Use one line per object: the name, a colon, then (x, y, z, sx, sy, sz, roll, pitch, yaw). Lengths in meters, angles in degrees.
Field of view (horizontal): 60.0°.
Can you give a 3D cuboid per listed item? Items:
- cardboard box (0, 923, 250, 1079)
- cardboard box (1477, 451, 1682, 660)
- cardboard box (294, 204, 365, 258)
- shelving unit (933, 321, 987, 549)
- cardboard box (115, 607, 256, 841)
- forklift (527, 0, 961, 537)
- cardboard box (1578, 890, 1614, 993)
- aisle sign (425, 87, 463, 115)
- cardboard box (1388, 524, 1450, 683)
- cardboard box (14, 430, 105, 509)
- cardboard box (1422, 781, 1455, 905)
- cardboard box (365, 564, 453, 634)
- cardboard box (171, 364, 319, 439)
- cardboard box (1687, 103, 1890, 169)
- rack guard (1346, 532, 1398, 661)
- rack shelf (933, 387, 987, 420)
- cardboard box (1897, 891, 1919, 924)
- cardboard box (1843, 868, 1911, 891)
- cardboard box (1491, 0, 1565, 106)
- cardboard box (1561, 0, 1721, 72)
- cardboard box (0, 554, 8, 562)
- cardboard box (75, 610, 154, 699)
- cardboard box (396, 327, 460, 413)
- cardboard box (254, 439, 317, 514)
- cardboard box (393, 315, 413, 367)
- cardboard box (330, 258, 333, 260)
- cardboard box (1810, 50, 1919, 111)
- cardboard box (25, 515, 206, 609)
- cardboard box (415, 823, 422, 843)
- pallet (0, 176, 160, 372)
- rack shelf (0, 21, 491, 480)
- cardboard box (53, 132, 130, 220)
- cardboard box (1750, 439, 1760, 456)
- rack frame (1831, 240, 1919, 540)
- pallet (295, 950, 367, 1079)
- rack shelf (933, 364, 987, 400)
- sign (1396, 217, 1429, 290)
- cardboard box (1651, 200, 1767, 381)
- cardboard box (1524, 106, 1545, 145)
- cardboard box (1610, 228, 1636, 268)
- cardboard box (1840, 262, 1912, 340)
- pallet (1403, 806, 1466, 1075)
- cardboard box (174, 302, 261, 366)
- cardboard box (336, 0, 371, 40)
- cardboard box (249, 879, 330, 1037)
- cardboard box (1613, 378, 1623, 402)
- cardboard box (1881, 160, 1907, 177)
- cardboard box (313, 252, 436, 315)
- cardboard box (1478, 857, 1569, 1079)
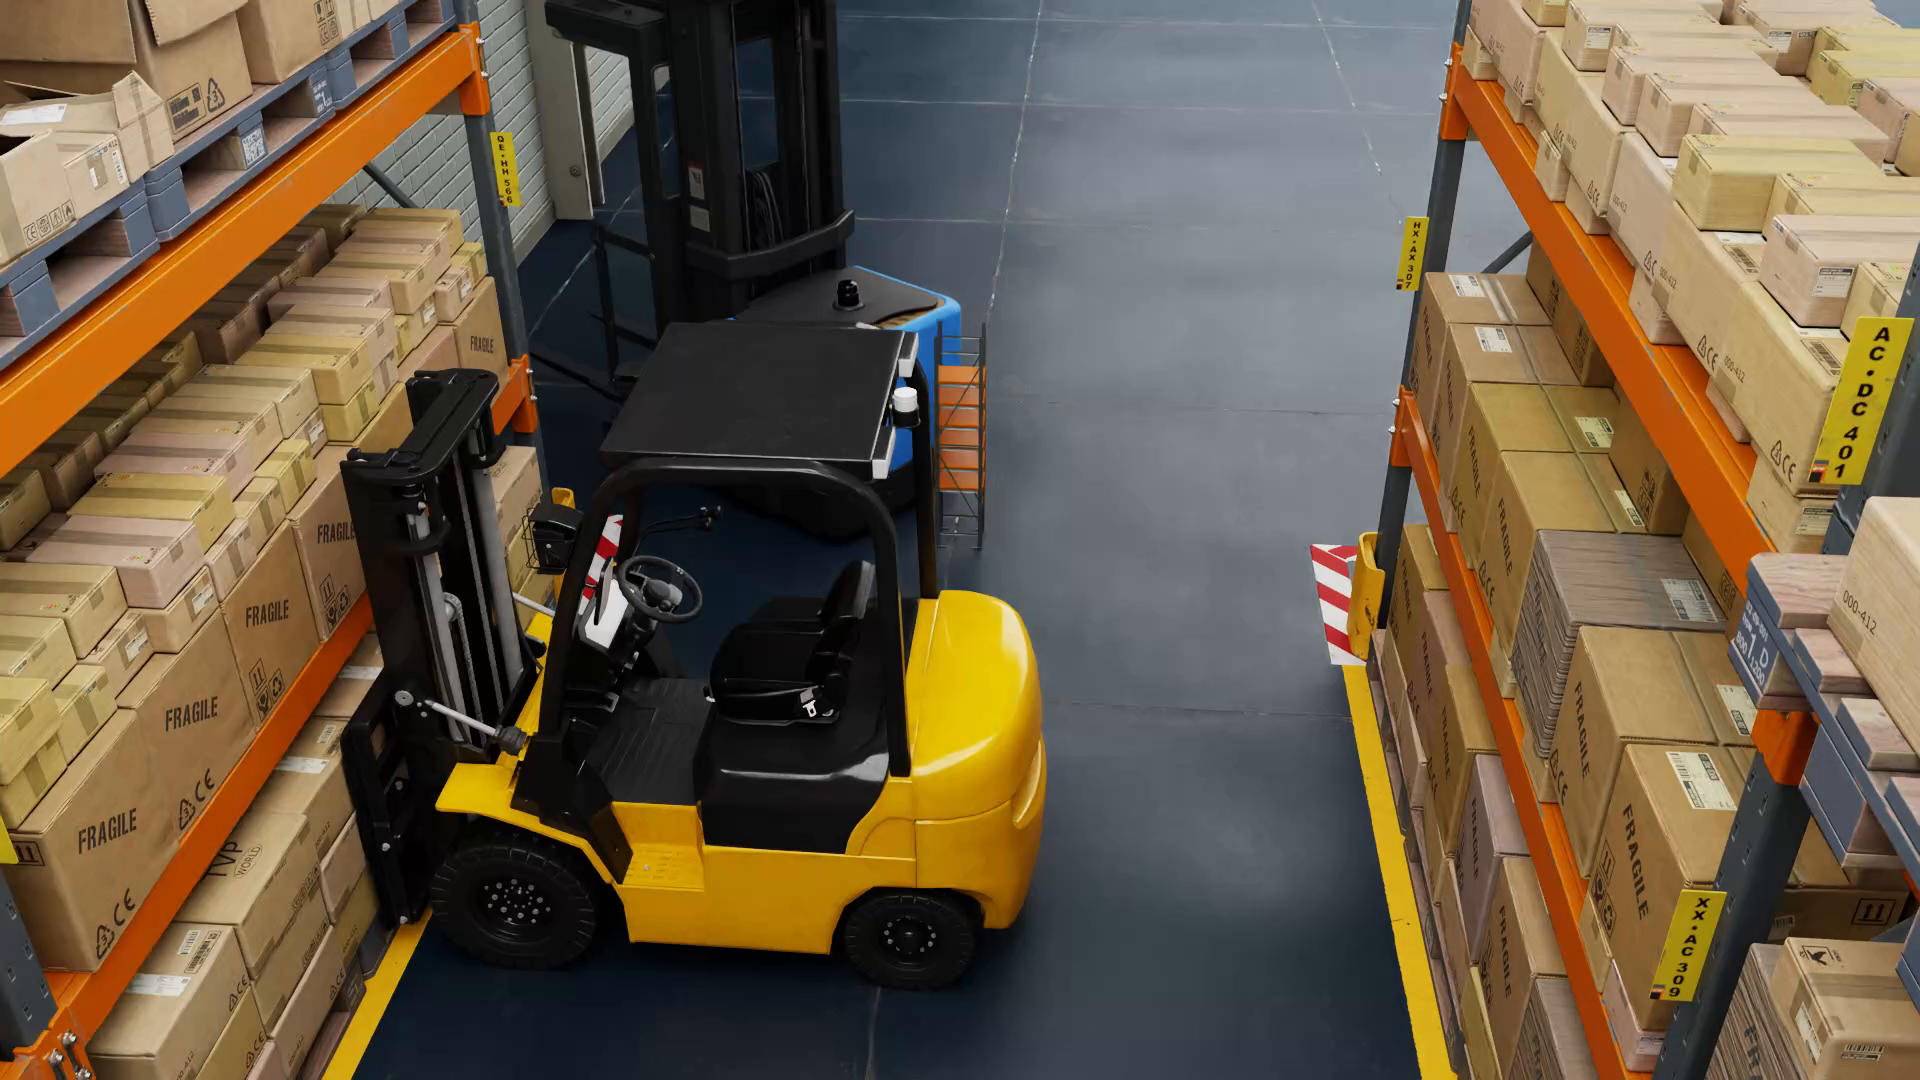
cardboard box: (-2.465, 1.391, 4.901, 0.500, 0.250, 0.500, 2, 32, 3)
cardboard box: (2.028, 0.054, 5.425, 0.500, 0.500, 0.500, 2, 32, 3)
cardboard box: (-2.732, -1.306, 7.012, 0.380, 0.149, 0.250, 2, 32, 3)
shelving unit: (0.001, -0.518, 8.447, 0.258, 1.200, 0.189, 2, 32, 4)
cardboard box: (-2.495, 0.528, 4.938, 0.500, 0.500, 0.500, 3, 32, 5)
forklift: (-1.425, -1.905, 9.048, 3.031, 2.935, 1.130, 24, 39, 34)
cardboard box: (1.866, 1.070, 4.394, 0.380, 0.149, 0.250, 3, 32, 5)
aisle sign: (-2.194, -2.155, 6.910, 0.394, 0.787, 0.004, 2, 32, 4)
cardboard box: (2.113, 0.278, 6.945, 0.500, 0.500, 0.500, 1, 32, 2)
cardboard box: (-2.956, -0.229, 5.265, 0.380, 0.149, 0.250, 2, 32, 3)
cardboard box: (2.033, 1.138, 6.266, 0.500, 0.250, 0.500, 5, 32, 7)
cardboard box: (-2.285, 0.325, 6.631, 0.500, 0.250, 0.500, 3, 32, 5)
cardboard box: (-2.430, -0.473, 5.662, 0.380, 0.149, 0.250, 3, 32, 5)
cardboard box: (2.008, -0.955, 4.061, 0.380, 0.149, 0.250, 2, 32, 3)
rack guard: (2.449, 0.287, 7.807, 1.175, 0.500, 0.348, 2, 32, 4)
rack shelf: (0.001, -0.685, 8.345, 0.258, 0.103, 0.180, 2, 32, 4)
cardboard box: (2.444, 0.888, 4.072, 0.500, 0.500, 0.500, 2, 32, 4)
cardboard box: (2.382, 0.459, 3.814, 0.700, 0.500, 0.500, 2, 32, 3)
cardboard box: (2.099, -1.642, 5.556, 0.500, 0.250, 0.500, 2, 32, 3)
cardboard box: (2.015, -1.494, 4.935, 0.380, 0.149, 0.250, 3, 32, 5)
cardboard box: (-3.049, 0.159, 4.919, 0.380, 0.149, 0.250, 3, 32, 4)
cardboard box: (-2.516, 0.318, 4.662, 0.380, 0.149, 0.250, 2, 32, 4)
cardboard box: (-2.322, -0.530, 6.655, 0.500, 0.500, 0.500, 3, 32, 6)
cardboard box: (-2.384, -0.217, 5.529, 0.380, 0.149, 0.250, 2, 32, 3)
cardboard box: (-2.346, -0.755, 6.403, 0.380, 0.149, 0.250, 2, 32, 4)
cardboard box: (-2.778, -1.179, 7.091, 0.380, 0.149, 0.250, 2, 32, 3)
cardboard box: (2.525, -1.202, 4.461, 0.380, 0.149, 0.250, 3, 32, 5)
cardboard box: (-2.429, 0.061, 4.795, 0.380, 0.149, 0.250, 3, 32, 5)
cardboard box: (-2.335, 1.018, 6.460, 0.500, 0.250, 0.500, 3, 32, 6)
pallet: (-2.774, -0.622, 4.125, 1.003, 0.211, 1.213, 2, 32, 4)
rack shelf: (-2.655, -0.952, 5.262, 1.077, 0.370, 4.000, 2, 32, 4)
cardboard box: (-2.416, -0.950, 4.317, 0.380, 0.149, 0.250, 3, 32, 5)
cardboard box: (1.960, -0.201, 3.598, 0.380, 0.149, 0.250, 3, 32, 5)
rack frame: (2.130, -1.279, 2.248, 1.000, 3.000, 0.127, 2, 32, 4)
pallet: (-2.711, 1.838, 5.566, 1.003, 0.211, 1.213, 2, 32, 4)
rack shelf: (0.001, -0.787, 8.282, 0.258, 0.103, 0.180, 2, 32, 4)
sign: (1.915, -1.208, 7.027, 0.100, 0.325, 0.005, 2, 32, 4)
cardboard box: (1.938, -0.571, 3.819, 0.500, 0.250, 0.500, 2, 32, 3)
cardboard box: (2.121, -1.418, 5.573, 0.380, 0.149, 0.250, 2, 32, 4)
cardboard box: (2.073, -0.877, 4.695, 0.380, 0.149, 0.250, 2, 32, 4)
cardboard box: (1.938, -0.410, 3.176, 0.380, 0.149, 0.250, 3, 32, 5)
pallet: (2.246, 1.470, 6.164, 1.003, 0.211, 1.213, 2, 32, 4)
cardboard box: (-2.826, -0.764, 6.133, 0.380, 0.149, 0.250, 3, 32, 6)
cardboard box: (-2.277, -1.889, 5.730, 0.396, 0.266, 0.258, 3, 32, 4)
cardboard box: (-2.431, 1.341, 5.460, 0.500, 0.250, 0.500, 2, 32, 4)
cardboard box: (2.644, -0.600, 5.532, 0.700, 0.500, 0.500, 2, 32, 3)
cardboard box: (2.525, -0.815, 4.213, 0.500, 0.250, 0.500, 3, 32, 4)
cardboard box: (-2.294, -1.008, 6.529, 0.380, 0.149, 0.250, 3, 32, 5)
cardboard box: (1.950, 1.361, 5.189, 0.500, 0.500, 0.500, 3, 32, 5)
